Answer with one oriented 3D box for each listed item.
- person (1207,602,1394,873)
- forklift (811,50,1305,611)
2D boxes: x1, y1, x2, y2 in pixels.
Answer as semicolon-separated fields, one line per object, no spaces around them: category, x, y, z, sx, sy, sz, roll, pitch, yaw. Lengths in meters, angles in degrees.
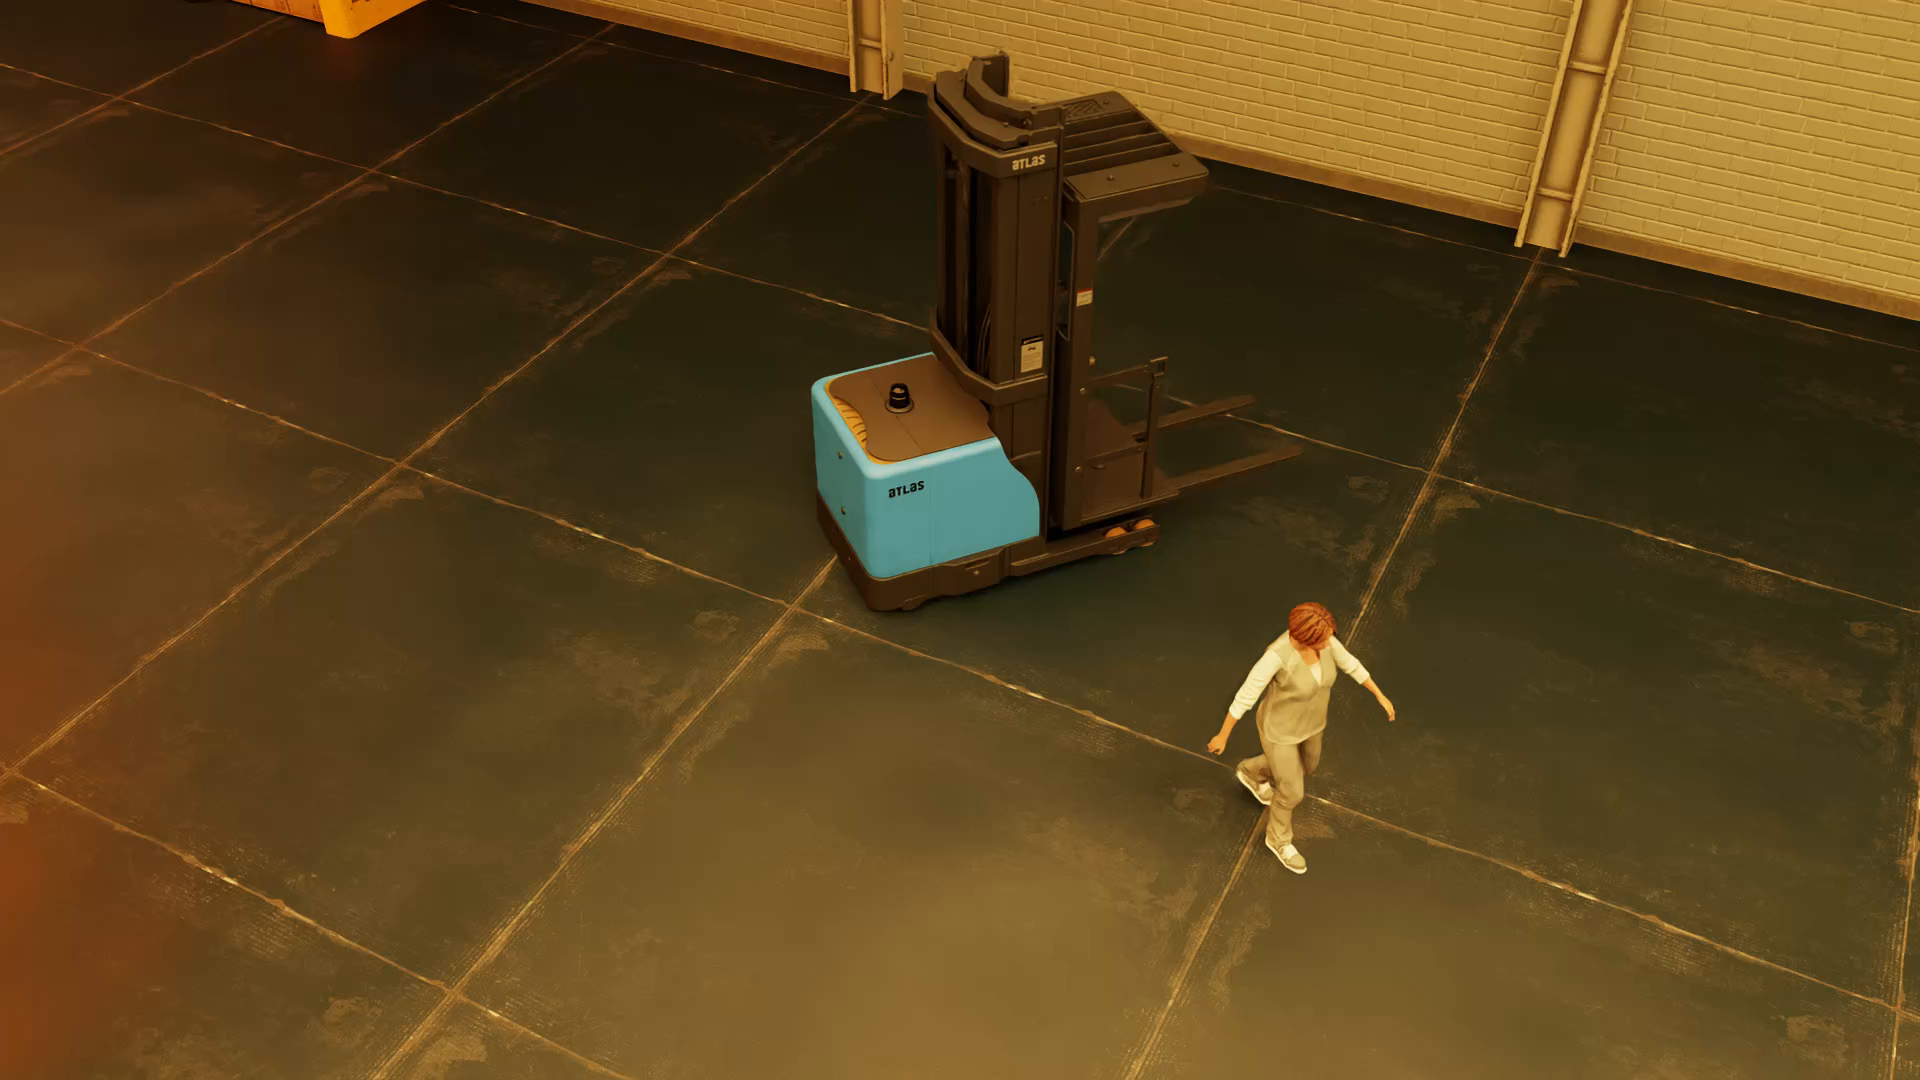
person;1.584;0.900;7.981;0.757;1.576;0.658;-27;47;-29
forklift;0.680;-1.329;9.564;3.031;2.935;1.130;-16;43;-18
